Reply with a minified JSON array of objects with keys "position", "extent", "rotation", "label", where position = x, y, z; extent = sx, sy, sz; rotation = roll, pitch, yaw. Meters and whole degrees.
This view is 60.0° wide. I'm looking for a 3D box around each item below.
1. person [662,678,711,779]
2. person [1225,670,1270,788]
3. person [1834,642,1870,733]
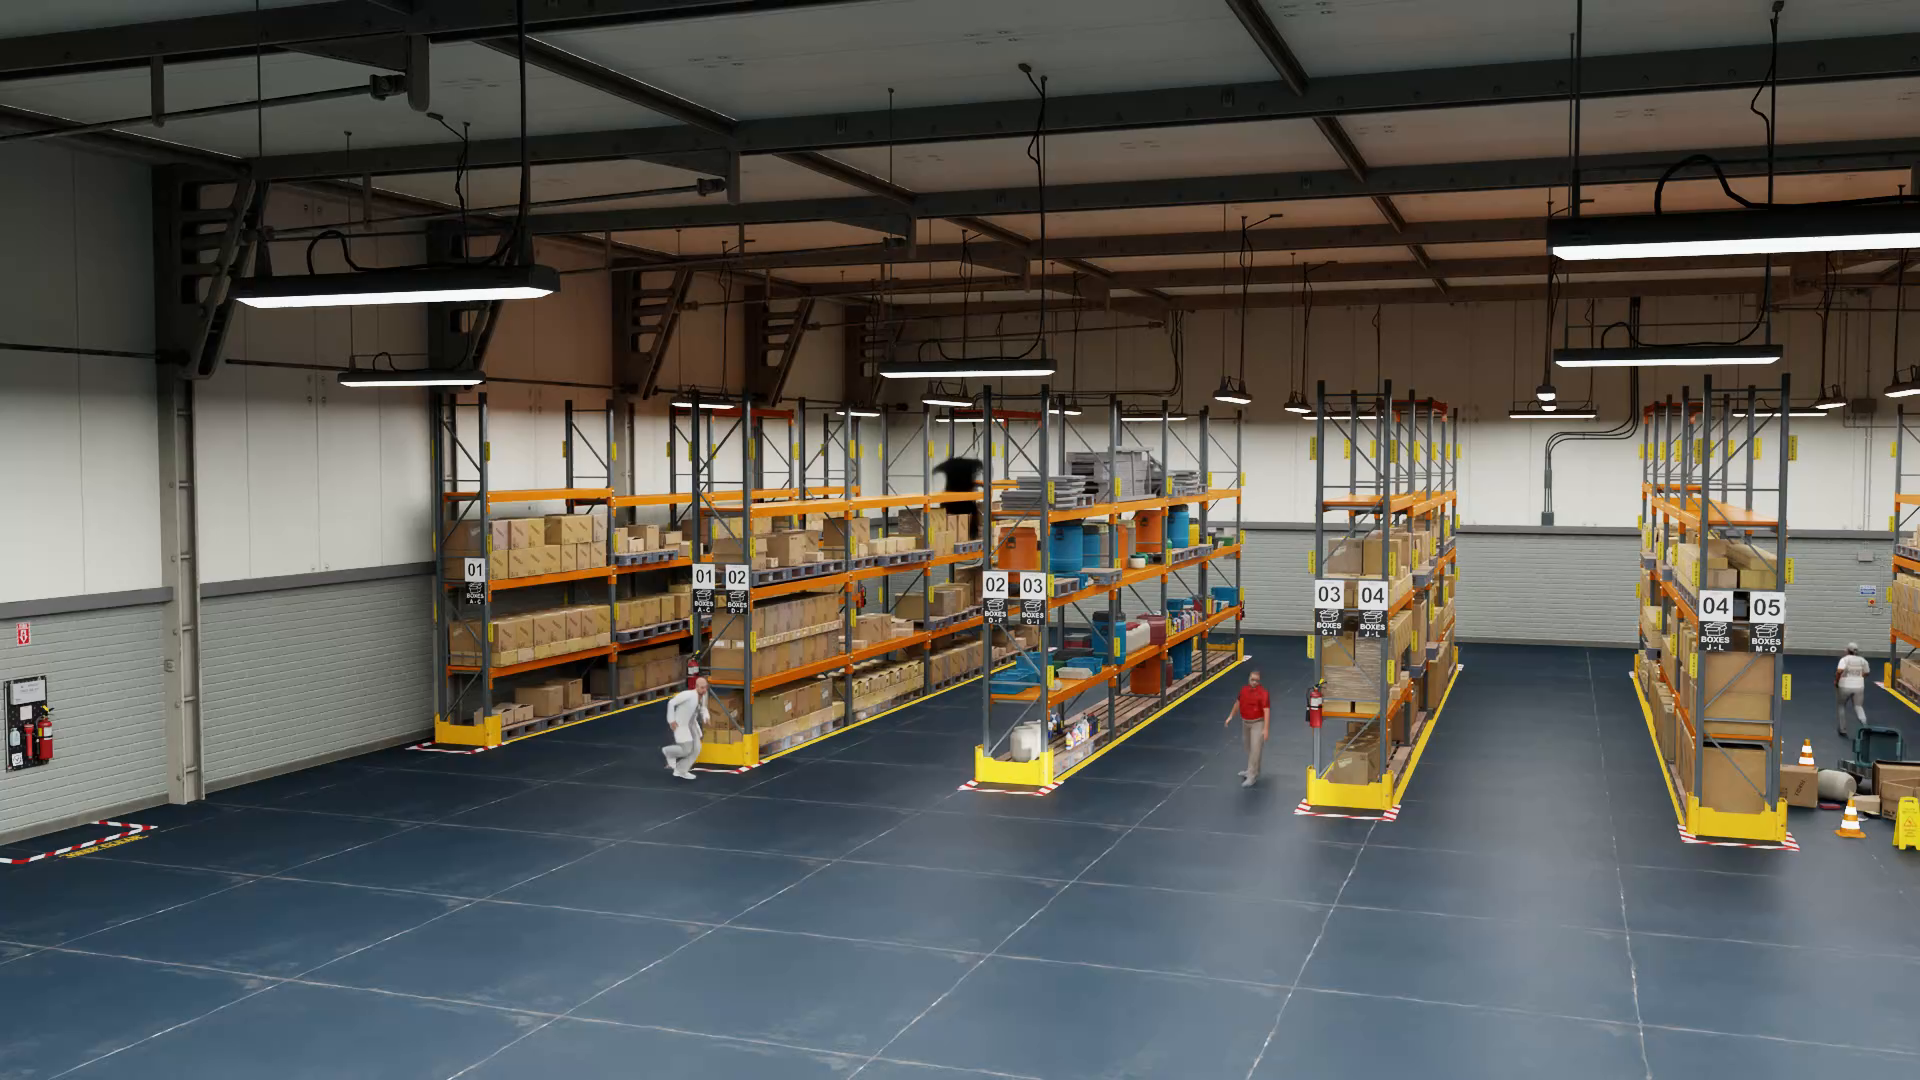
[{"position":[-4.221,2.870,25.417],"extent":[0.927,1.590,0.730],"rotation":[2,4,36],"label":"person"},{"position":[4.357,2.811,25.166],"extent":[0.792,1.715,0.761],"rotation":[-2,4,-38],"label":"person"},{"position":[15.696,2.617,29.279],"extent":[0.608,1.633,0.861],"rotation":[1,3,11],"label":"person"}]
